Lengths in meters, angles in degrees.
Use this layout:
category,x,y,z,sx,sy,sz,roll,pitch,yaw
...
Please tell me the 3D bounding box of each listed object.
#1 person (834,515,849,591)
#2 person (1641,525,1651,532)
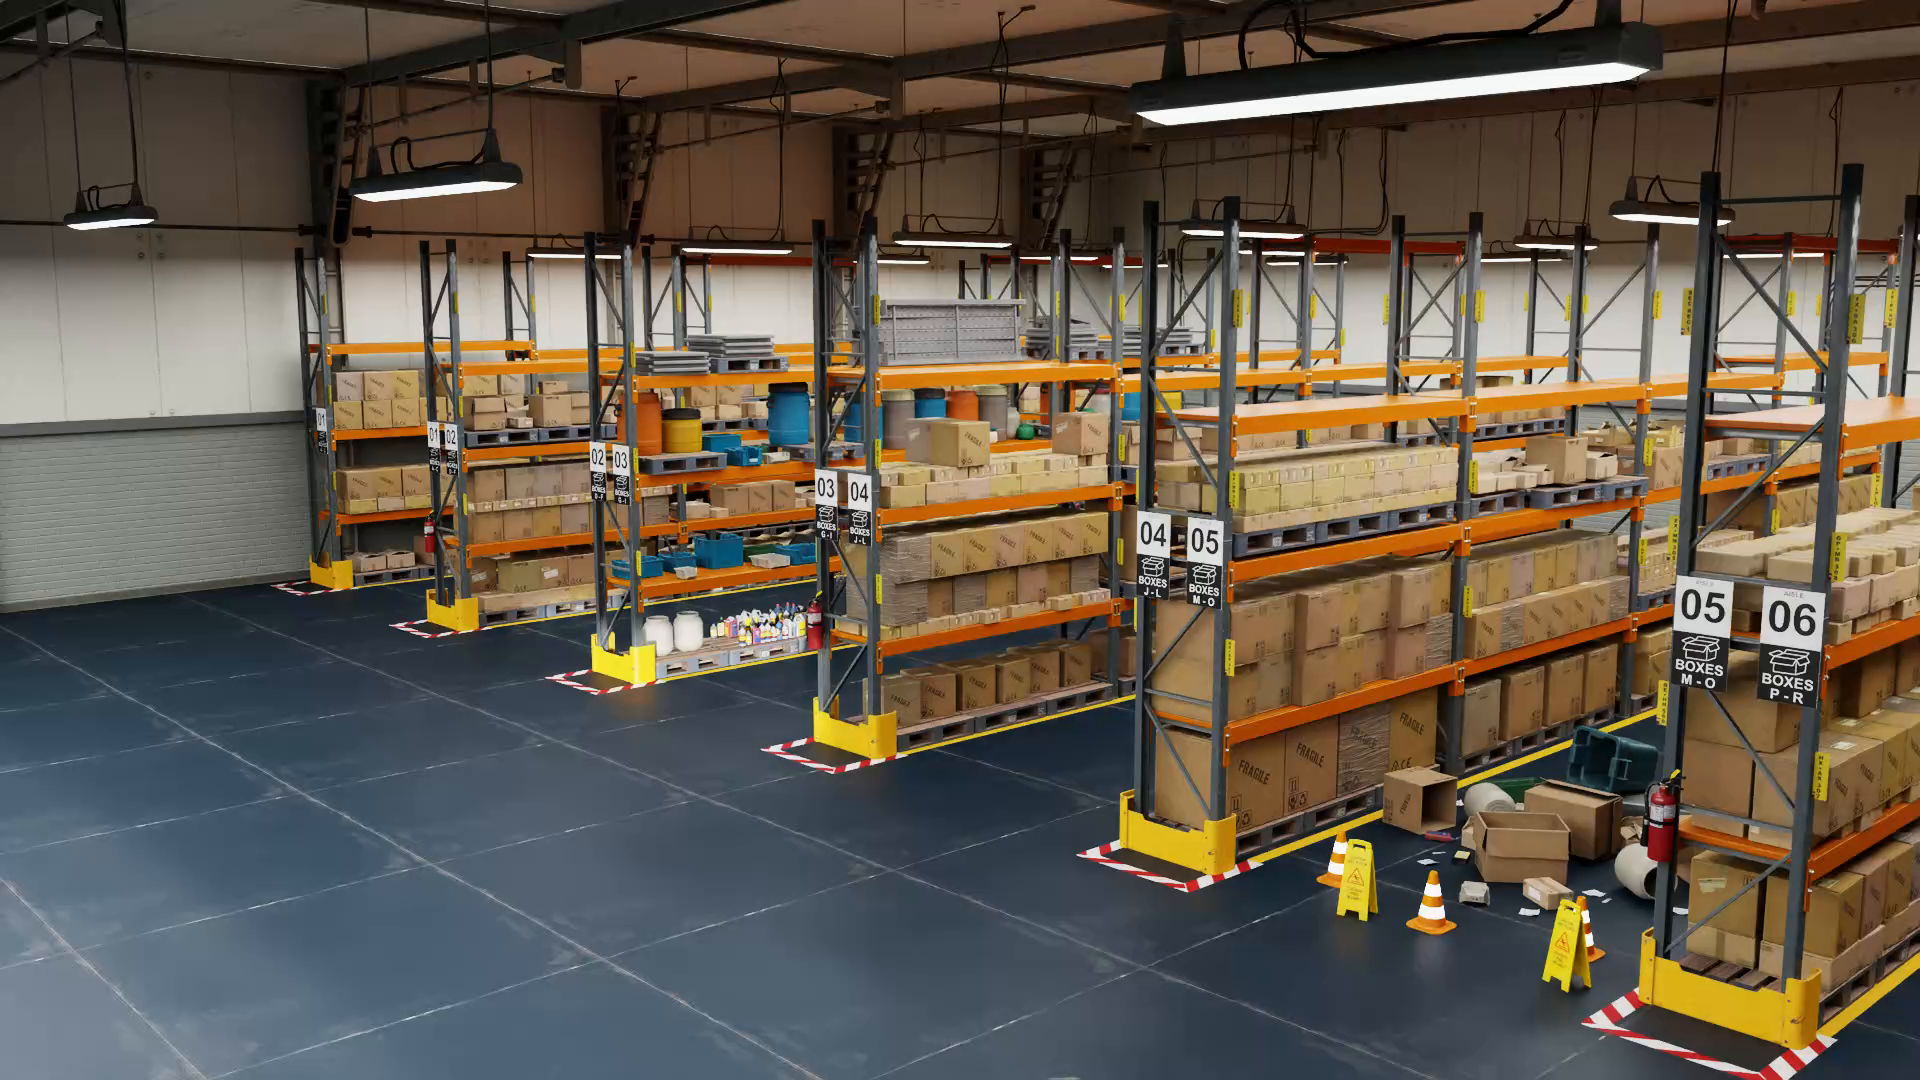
category,x,y,z,sx,sy,sz,roll,pitch,yaw
person,-1.846,-0.047,27.835,0.587,1.761,0.754,7,11,39
person,10.490,0.610,25.603,0.741,1.705,0.573,-7,11,-40
